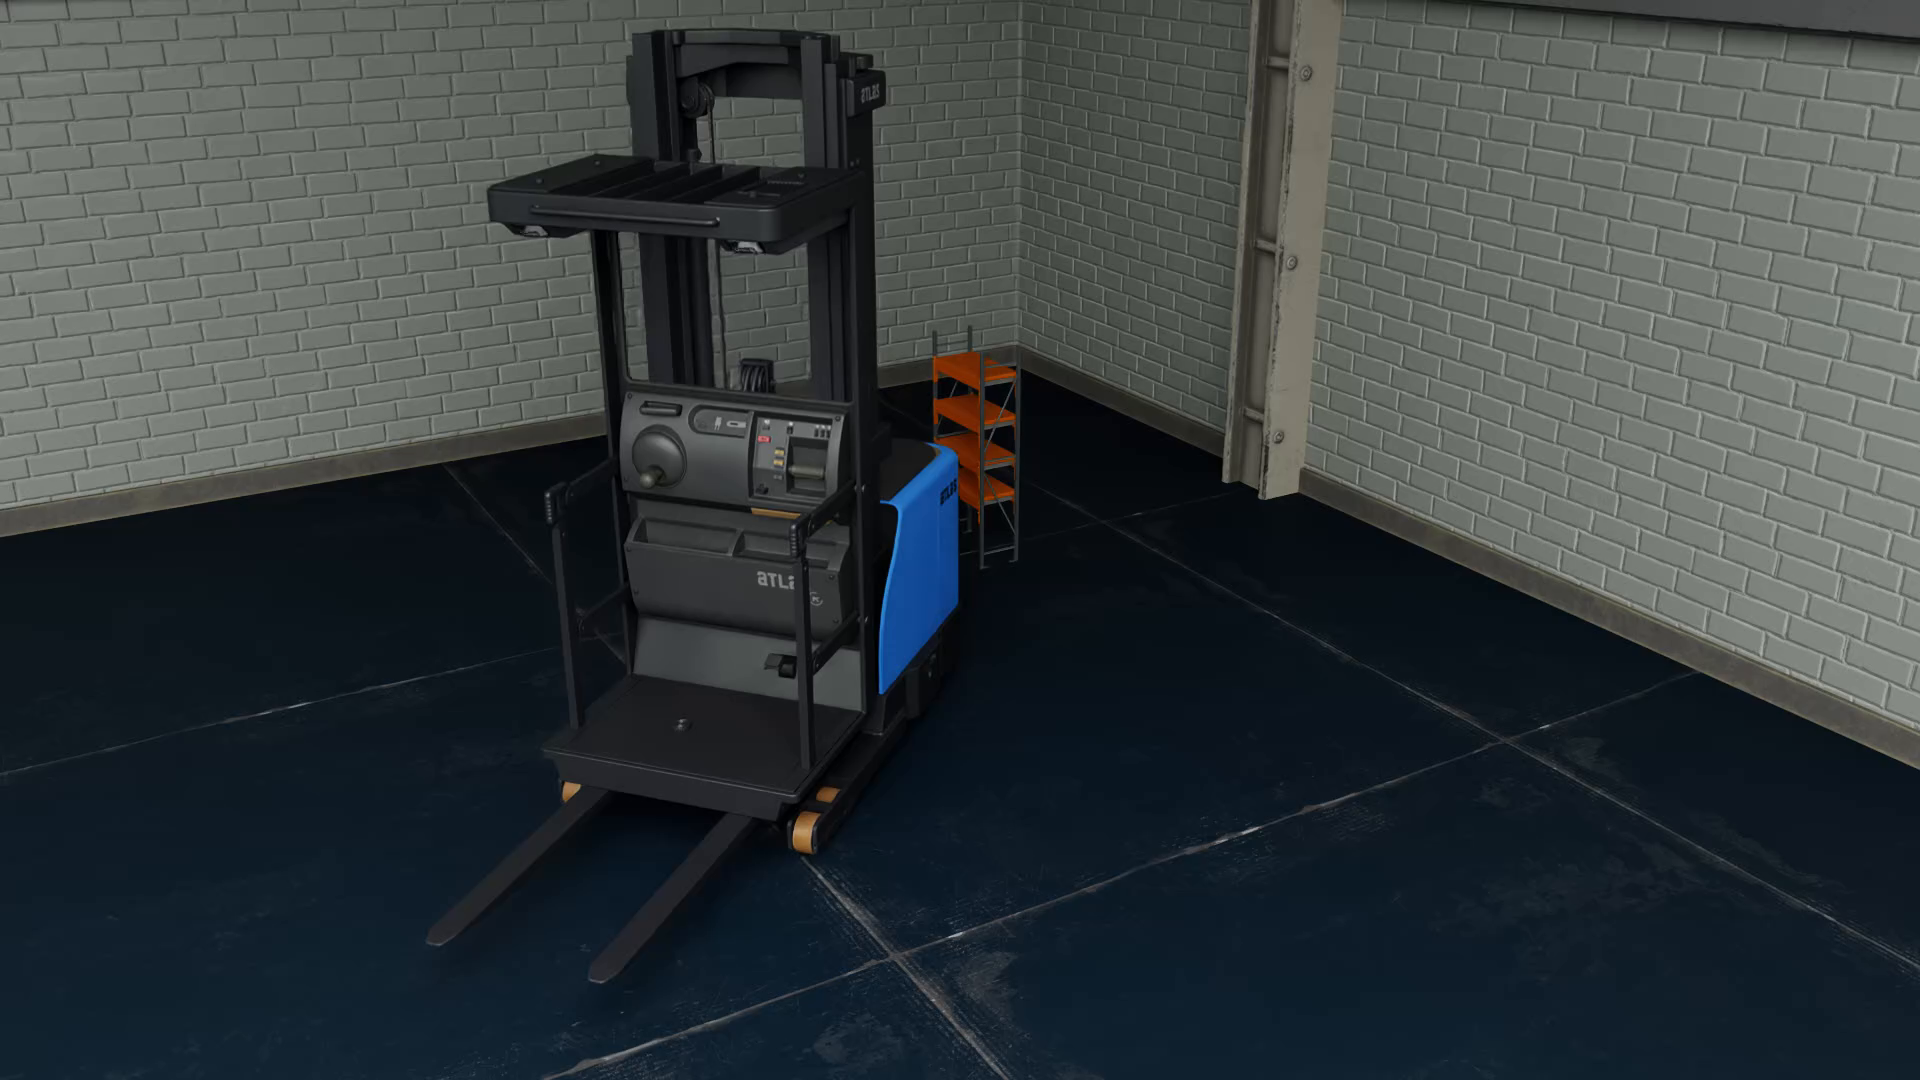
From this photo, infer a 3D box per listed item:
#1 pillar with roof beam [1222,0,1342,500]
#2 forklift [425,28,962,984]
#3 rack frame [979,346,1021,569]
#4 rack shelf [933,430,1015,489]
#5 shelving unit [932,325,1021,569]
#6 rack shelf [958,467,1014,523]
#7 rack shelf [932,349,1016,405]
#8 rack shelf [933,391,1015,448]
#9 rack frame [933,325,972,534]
[{"bbox_3d":[-1.865,-3.672,6.394,9.100,9.000,0.400,-13,25,-28],"label":"pillar with roof beam"},{"bbox_3d":[-0.952,-0.327,6.225,1.130,2.935,3.031,7,23,18],"label":"forklift"},{"bbox_3d":[0.209,-0.423,8.759,0.240,1.200,0.015,-13,25,-28],"label":"rack frame"},{"bbox_3d":[0.085,-0.440,8.979,0.258,0.148,0.480,-13,25,-28],"label":"rack shelf"},{"bbox_3d":[0.085,-0.502,8.954,0.258,1.200,0.503,-13,25,-28],"label":"shelving unit"},{"bbox_3d":[0.085,-0.256,9.054,0.258,0.148,0.480,-13,25,-28],"label":"rack shelf"},{"bbox_3d":[0.085,-0.866,8.806,0.258,0.148,0.480,-13,25,-28],"label":"rack shelf"},{"bbox_3d":[0.085,-0.647,8.895,0.258,0.148,0.480,-13,25,-28],"label":"rack shelf"},{"bbox_3d":[-0.040,-0.581,9.148,0.240,1.200,0.015,-13,25,-28],"label":"rack frame"}]
